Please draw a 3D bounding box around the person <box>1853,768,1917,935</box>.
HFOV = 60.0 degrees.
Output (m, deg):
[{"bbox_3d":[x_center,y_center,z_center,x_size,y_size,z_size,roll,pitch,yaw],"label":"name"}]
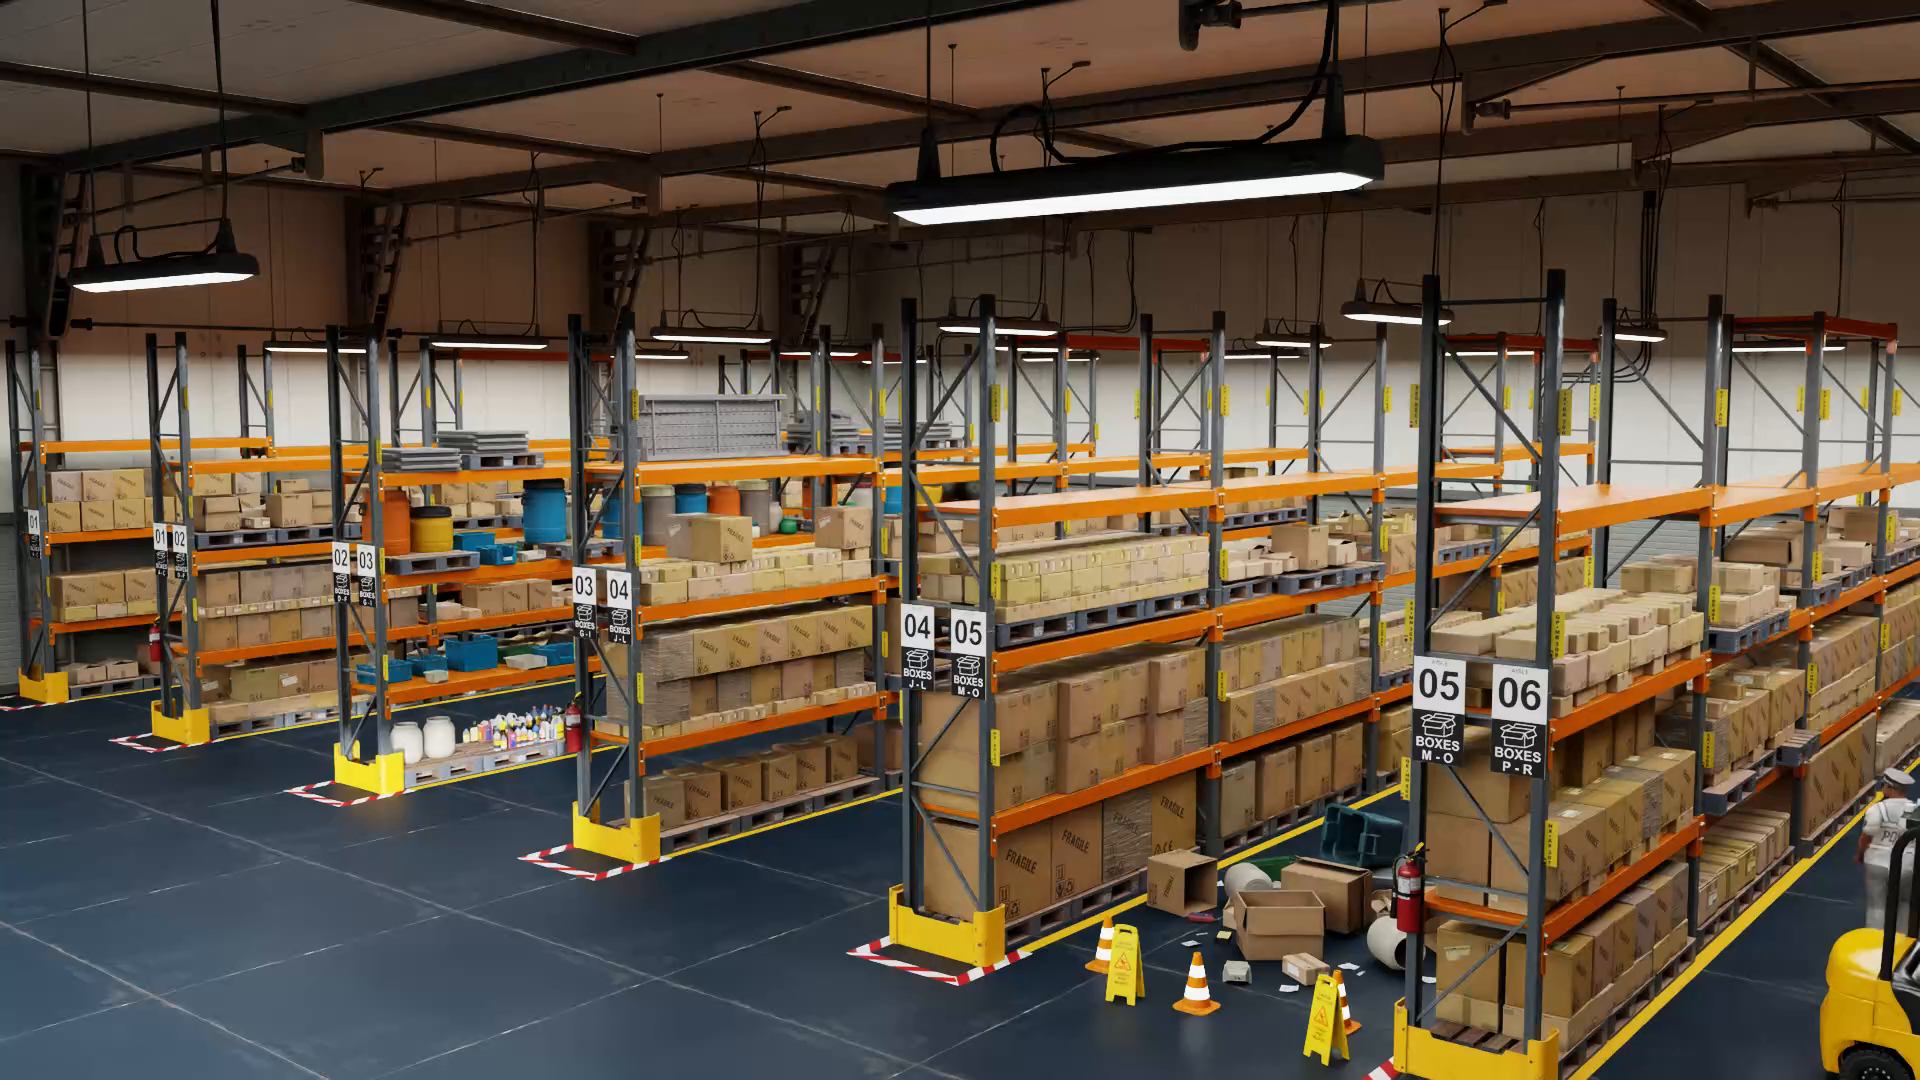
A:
[{"bbox_3d":[8.367,2.946,14.948,0.620,1.808,0.687,4,6,35],"label":"person"}]
